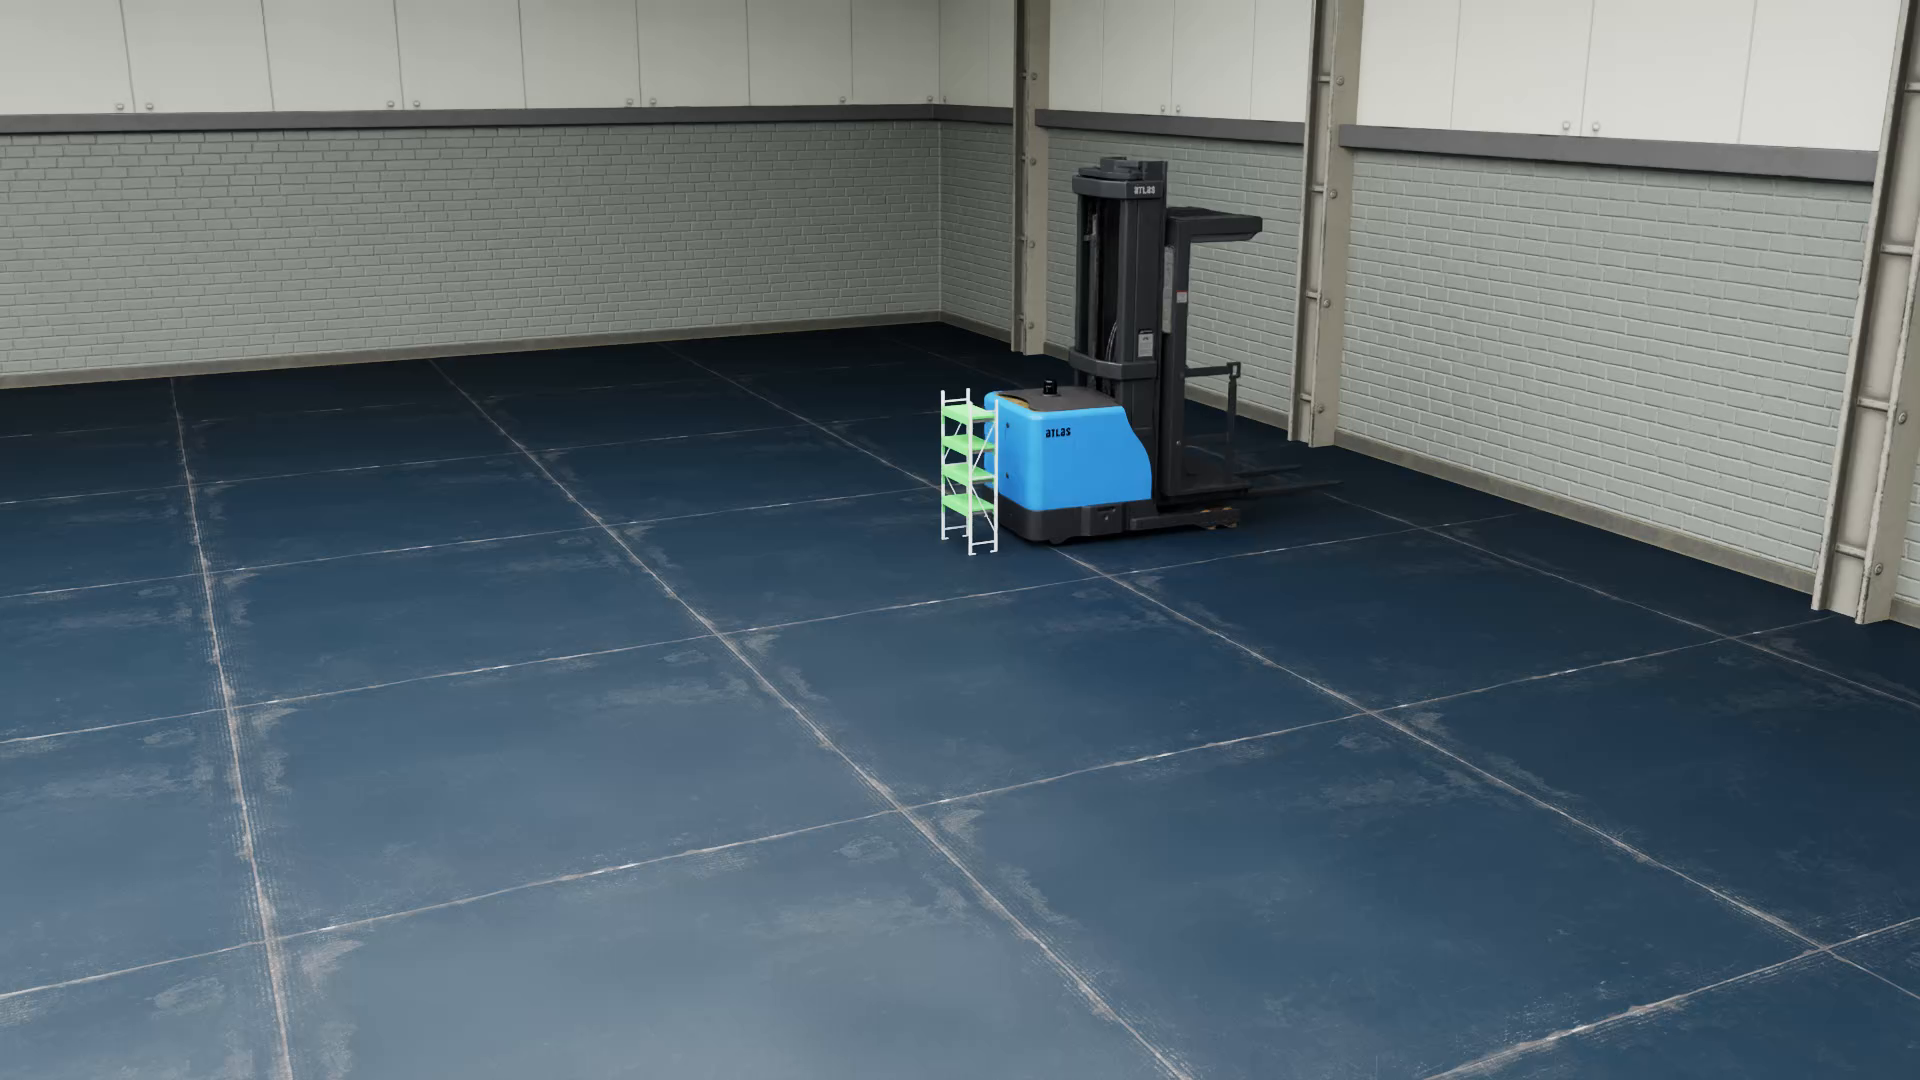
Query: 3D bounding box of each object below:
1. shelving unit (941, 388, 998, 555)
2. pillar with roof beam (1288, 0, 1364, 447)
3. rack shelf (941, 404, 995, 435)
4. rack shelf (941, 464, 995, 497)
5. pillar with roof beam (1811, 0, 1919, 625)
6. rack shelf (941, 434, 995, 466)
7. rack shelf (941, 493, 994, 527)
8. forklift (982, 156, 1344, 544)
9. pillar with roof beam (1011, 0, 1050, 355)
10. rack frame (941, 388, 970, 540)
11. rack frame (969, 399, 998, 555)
[{"bbox_3d":[0.073,-0.536,12.942,0.258,1.200,0.503,-8,18,-25],"label":"shelving unit"},{"bbox_3d":[-0.344,-4.788,13.620,9.100,9.000,0.400,-8,18,-25],"label":"pillar with roof beam"},{"bbox_3d":[0.073,-0.936,12.827,0.258,0.148,0.480,-8,18,-25],"label":"rack shelf"},{"bbox_3d":[0.073,-0.474,12.960,0.258,0.148,0.480,-8,18,-25],"label":"rack shelf"},{"bbox_3d":[2.285,-3.300,8.436,9.100,9.000,0.400,-8,18,-25],"label":"pillar with roof beam"},{"bbox_3d":[0.073,-0.705,12.894,0.258,0.148,0.480,-8,18,-25],"label":"rack shelf"},{"bbox_3d":[0.073,-0.244,13.026,0.258,0.148,0.480,-8,18,-25],"label":"rack shelf"},{"bbox_3d":[1.751,-1.616,13.569,3.031,2.935,1.130,-6,17,-21],"label":"forklift"},{"bbox_3d":[-2.972,-6.275,18.804,9.100,9.000,0.400,-8,18,-25],"label":"pillar with roof beam"},{"bbox_3d":[-0.034,-0.596,13.153,0.240,1.200,0.015,-8,18,-25],"label":"rack frame"},{"bbox_3d":[0.179,-0.475,12.731,0.240,1.200,0.015,-8,18,-25],"label":"rack frame"}]
